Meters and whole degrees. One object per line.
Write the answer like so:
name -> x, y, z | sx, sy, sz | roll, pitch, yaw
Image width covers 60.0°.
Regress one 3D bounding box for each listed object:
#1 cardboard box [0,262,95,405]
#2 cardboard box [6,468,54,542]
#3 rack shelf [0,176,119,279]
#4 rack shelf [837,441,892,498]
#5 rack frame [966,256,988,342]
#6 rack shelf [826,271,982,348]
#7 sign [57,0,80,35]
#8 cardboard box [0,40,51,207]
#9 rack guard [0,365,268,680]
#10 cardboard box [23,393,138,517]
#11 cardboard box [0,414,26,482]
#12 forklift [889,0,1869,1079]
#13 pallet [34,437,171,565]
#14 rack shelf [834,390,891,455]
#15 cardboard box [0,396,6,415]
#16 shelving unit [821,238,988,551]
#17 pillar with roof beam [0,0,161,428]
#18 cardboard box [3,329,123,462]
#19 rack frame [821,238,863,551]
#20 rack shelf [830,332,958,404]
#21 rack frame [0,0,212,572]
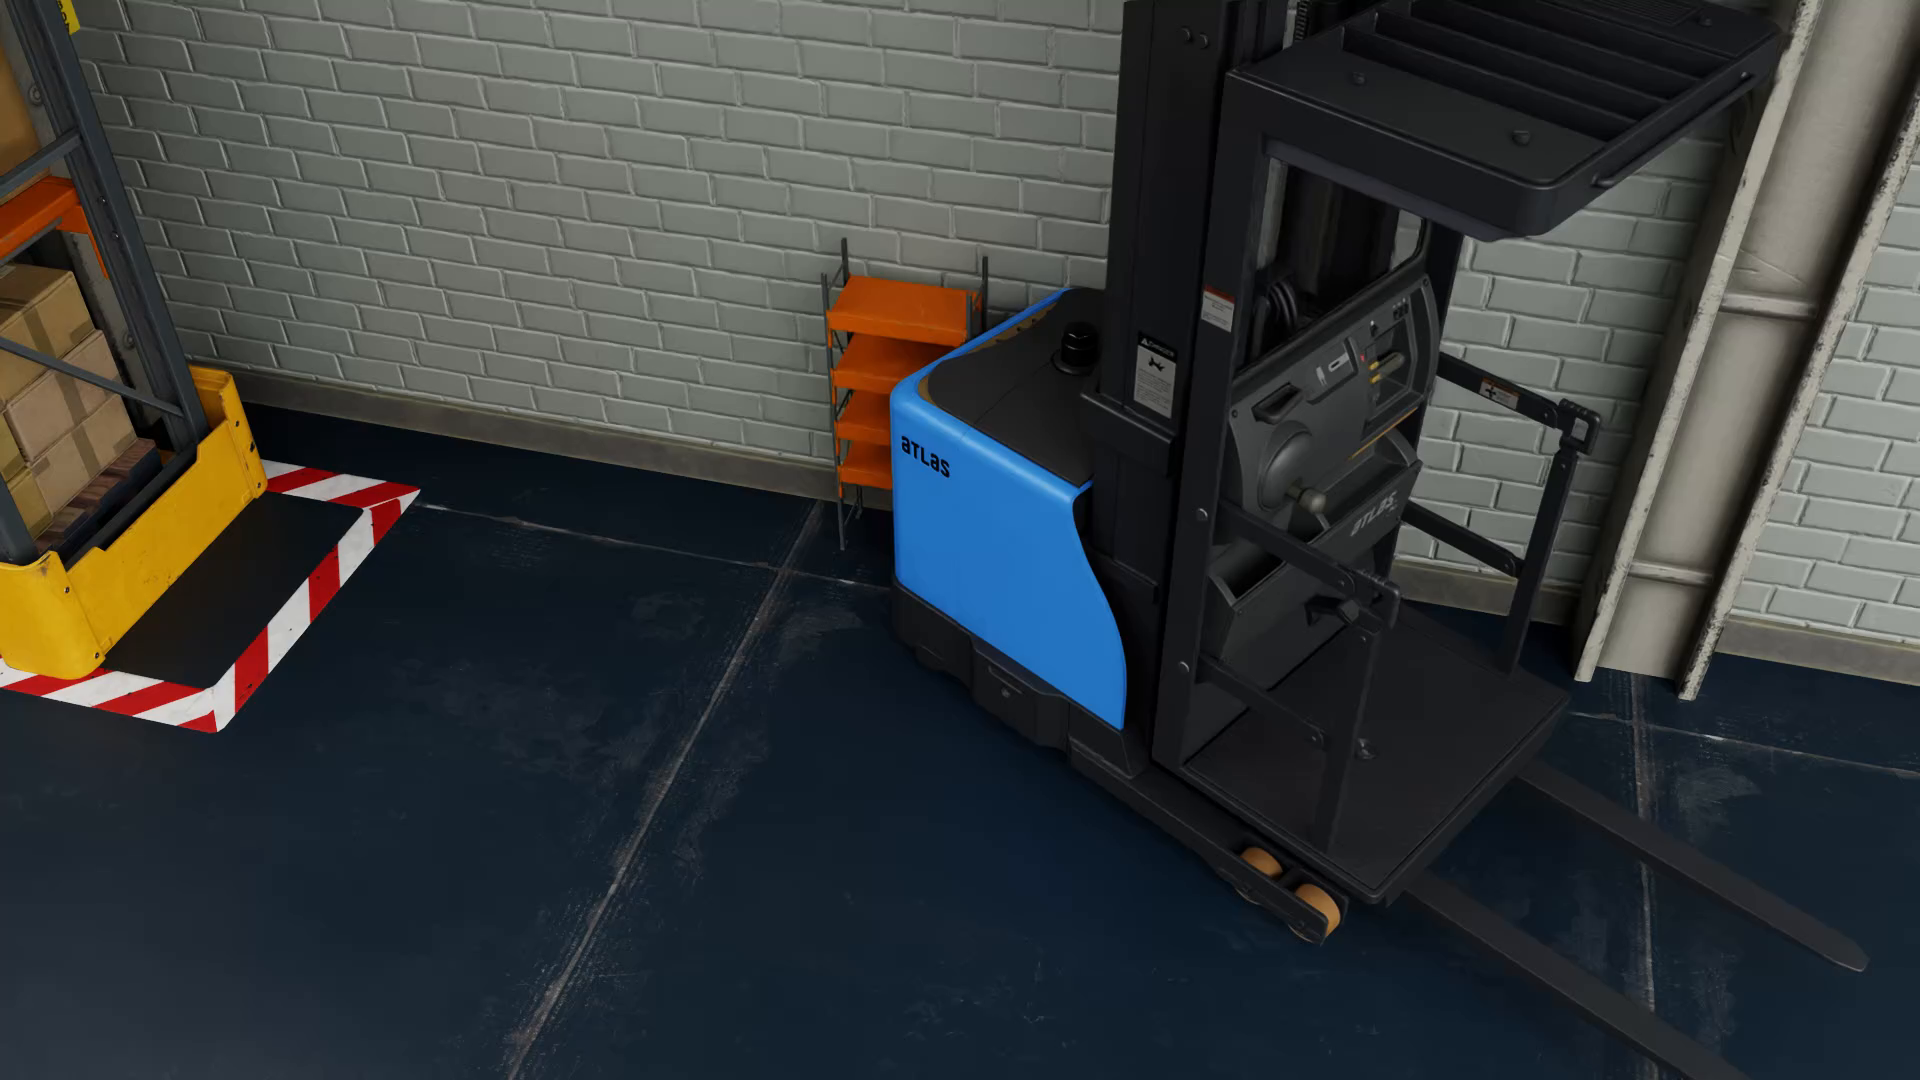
cardboard box -> -3.447, -0.745, 5.838 | 0.500, 0.250, 0.500 | 9, 41, 11
cardboard box -> -3.567, -0.046, 5.784 | 0.500, 0.250, 0.500 | 10, 41, 12
rack shelf -> -4.964, -1.113, 5.803 | 4.000, 0.370, 1.077 | 10, 41, 11
rack shelf -> -0.174, -0.250, 6.022 | 0.480, 0.148, 0.258 | 9, 42, 11
rack frame -> 0.060, -0.410, 5.800 | 0.015, 1.200, 0.240 | 9, 42, 11
rack shelf -> -0.179, -0.743, 5.586 | 0.480, 0.148, 0.258 | 9, 42, 11
sign -> -2.882, -1.762, 5.281 | 0.005, 0.325, 0.100 | 10, 41, 11
cardboard box -> -3.438, -1.350, 5.447 | 0.500, 0.500, 0.500 | 11, 41, 13
rack guard -> -3.008, -0.095, 5.975 | 0.348, 0.500, 1.175 | 10, 41, 11
cardboard box -> -3.455, -0.367, 6.167 | 0.500, 0.250, 0.500 | 10, 41, 12
cardboard box -> -3.583, -0.242, 5.629 | 0.500, 0.250, 0.500 | 9, 41, 11
forklift -> 1.169, -0.334, 4.368 | 3.031, 2.935, 1.130 | 32, 50, 32
pallet -> -3.781, -0.090, 6.193 | 1.213, 0.211, 1.003 | 10, 41, 11
rack shelf -> -0.176, -0.399, 5.891 | 0.480, 0.148, 0.258 | 9, 42, 11
cardboard box -> -3.557, -0.430, 5.464 | 0.500, 0.250, 0.500 | 11, 41, 13
shelving unit -> -0.176, -0.449, 5.846 | 0.503, 1.200, 0.258 | 9, 42, 11
pillar with roof beam -> -4.584, -1.355, 0.866 | 0.400, 9.000, 9.100 | 10, 41, 11
cardboard box -> -3.432, -0.563, 6.011 | 0.500, 0.250, 0.500 | 10, 41, 12
rack frame -> -0.412, -0.488, 5.893 | 0.015, 1.200, 0.240 | 9, 42, 11
rack shelf -> -0.177, -0.566, 5.743 | 0.480, 0.148, 0.258 | 9, 42, 11
rack frame -> -3.032, -1.056, 5.175 | 0.127, 3.000, 1.000 | 10, 41, 11
